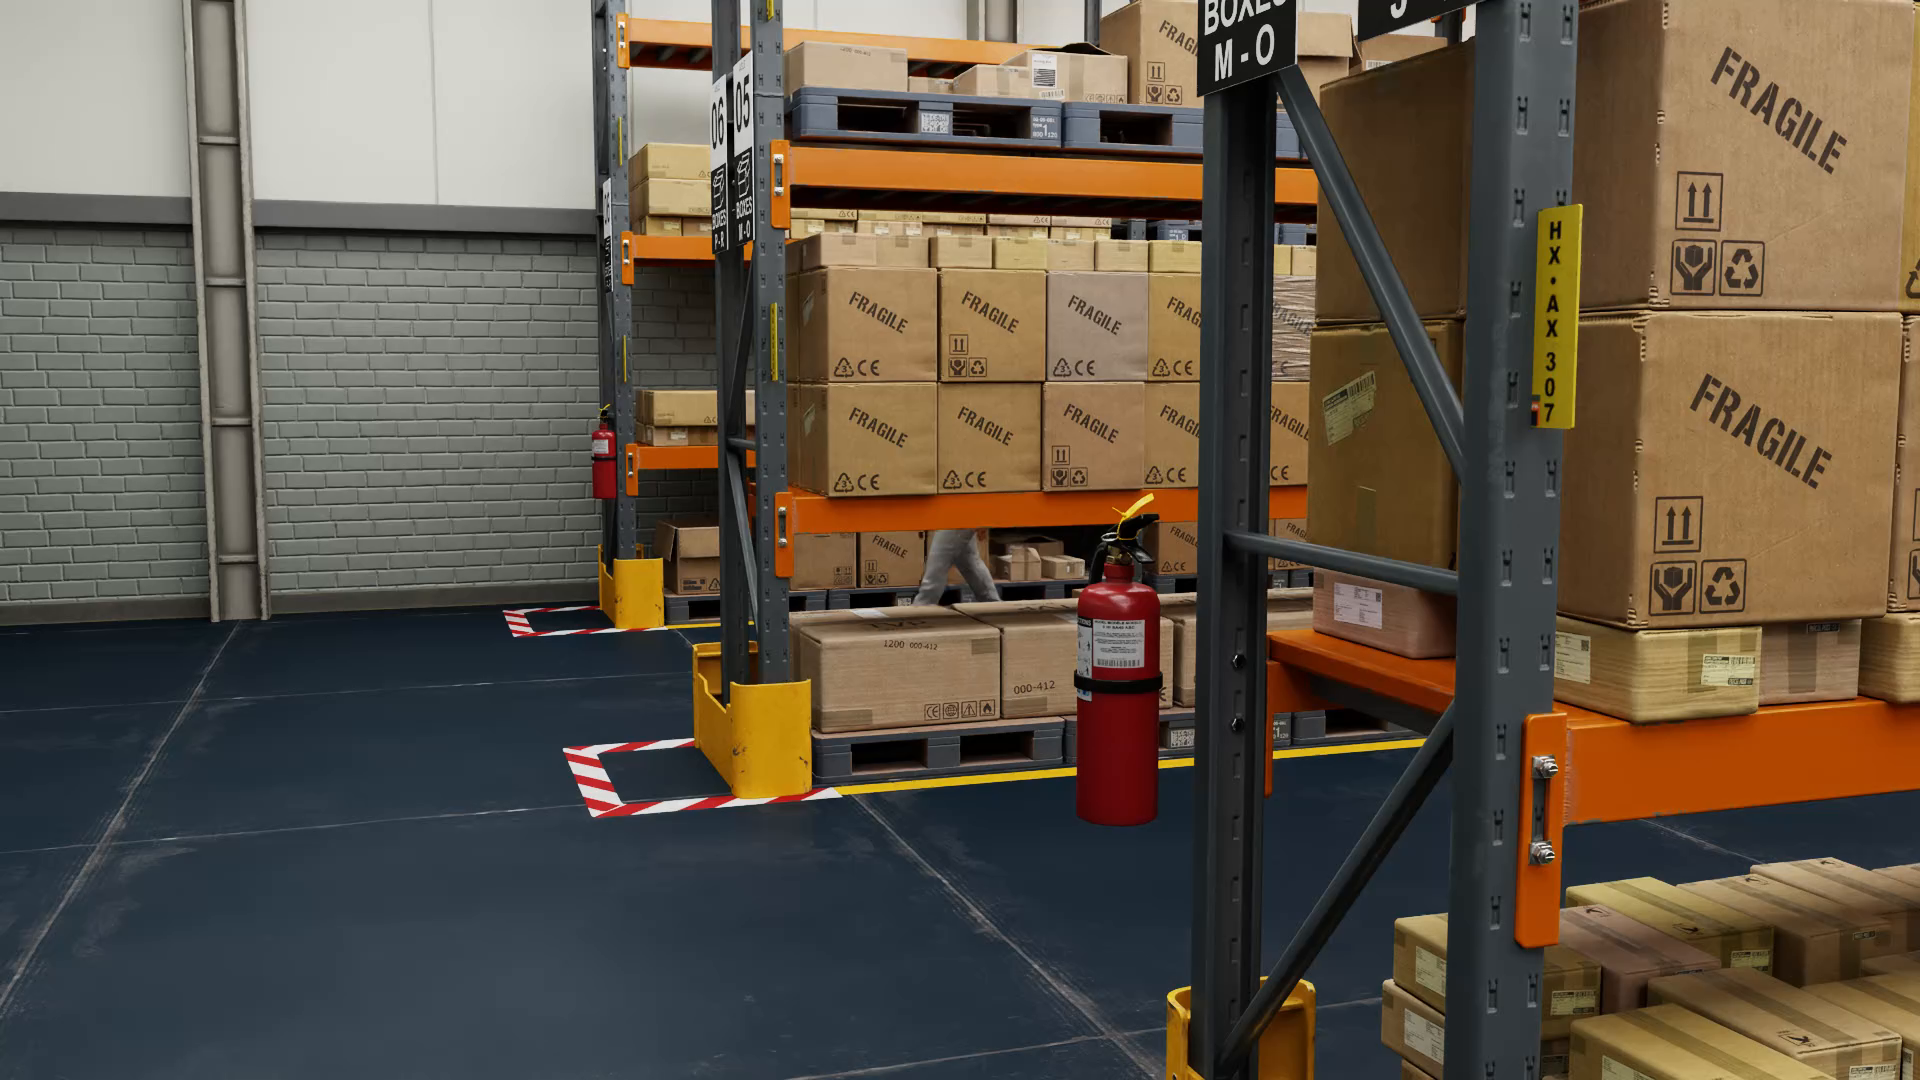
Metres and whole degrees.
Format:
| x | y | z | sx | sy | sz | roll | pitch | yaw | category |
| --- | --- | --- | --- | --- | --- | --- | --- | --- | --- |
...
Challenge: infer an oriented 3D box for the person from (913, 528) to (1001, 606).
| x | y | z | sx | sy | sz | roll | pitch | yaw | category |
| --- | --- | --- | --- | --- | --- | --- | --- | --- | --- |
| -0.110 | -0.165 | 11.636 | 0.963 | 1.598 | 0.506 | -2 | 6 | -21 | person |
